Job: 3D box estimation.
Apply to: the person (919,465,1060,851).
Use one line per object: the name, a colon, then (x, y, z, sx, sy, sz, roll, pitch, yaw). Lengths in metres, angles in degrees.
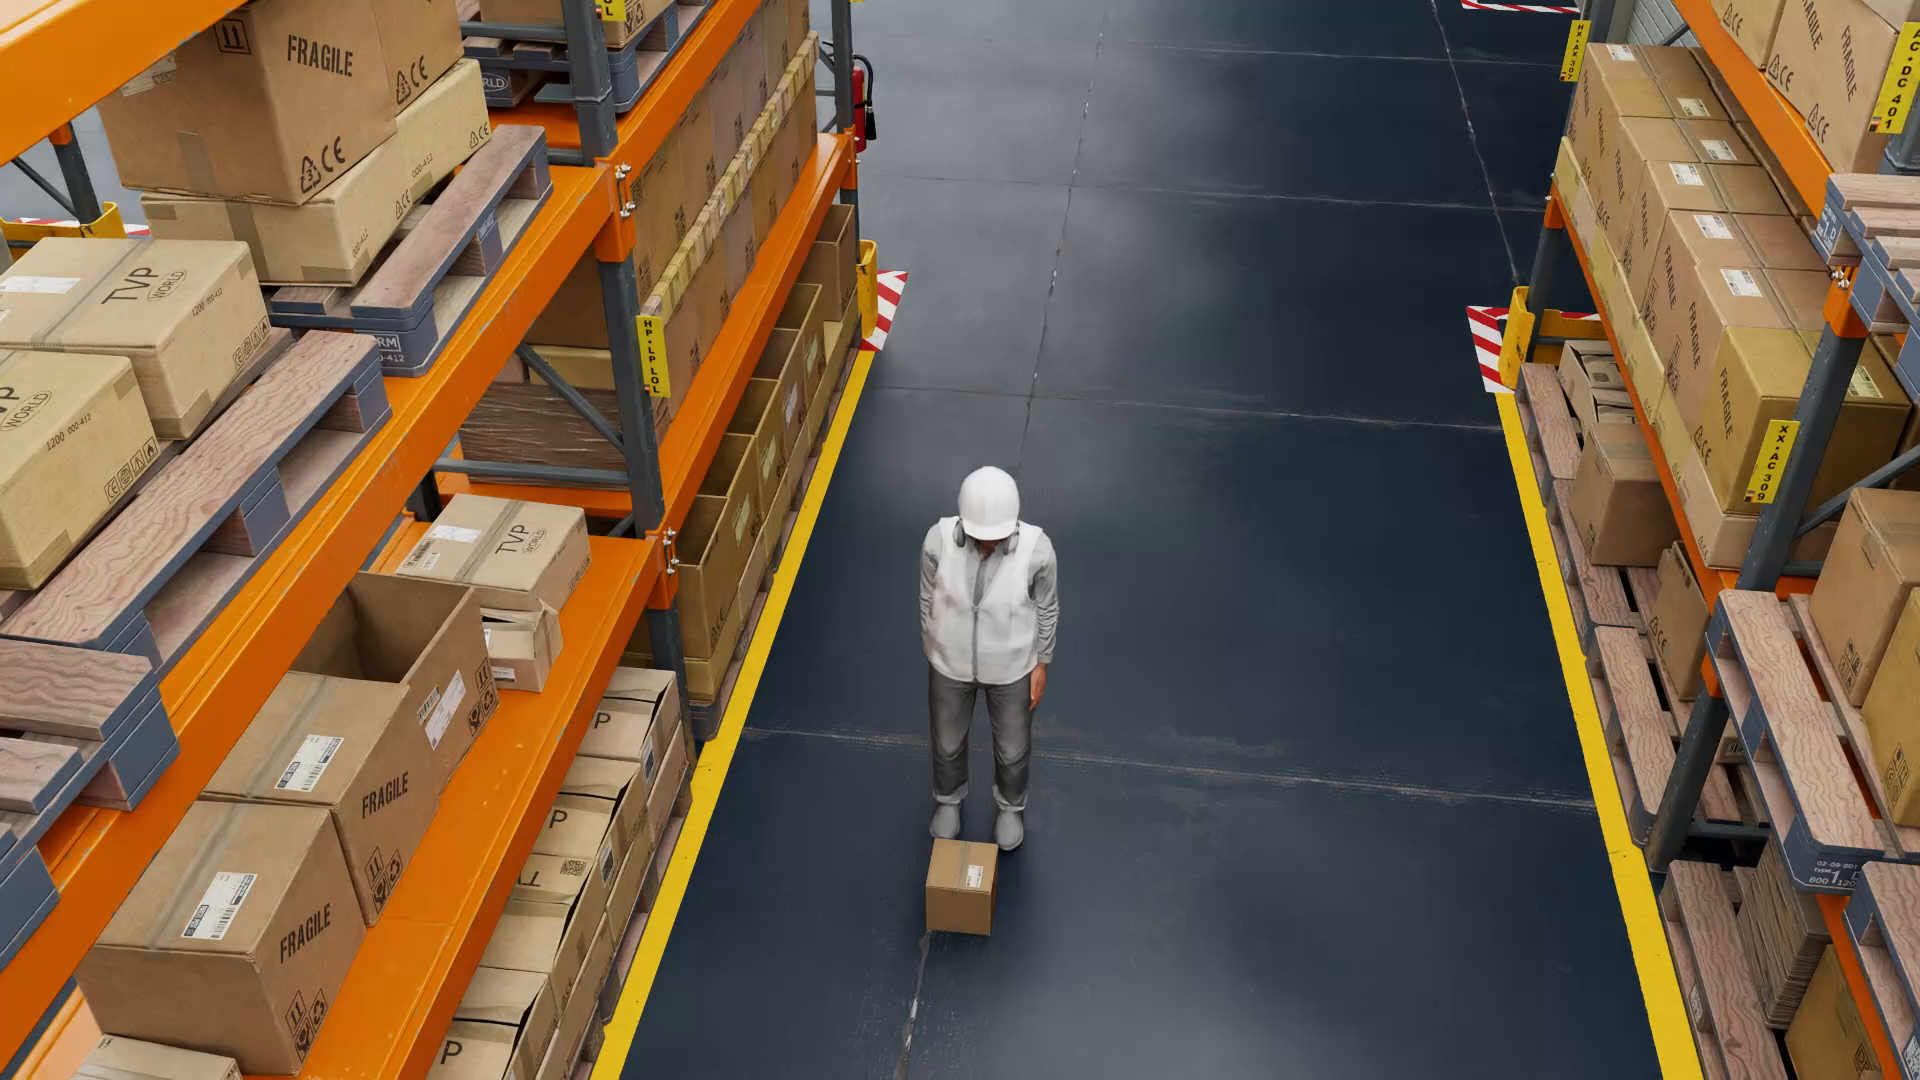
person: (0.107, 0.458, 6.399, 0.535, 1.764, 0.363, 5, 36, 7)
